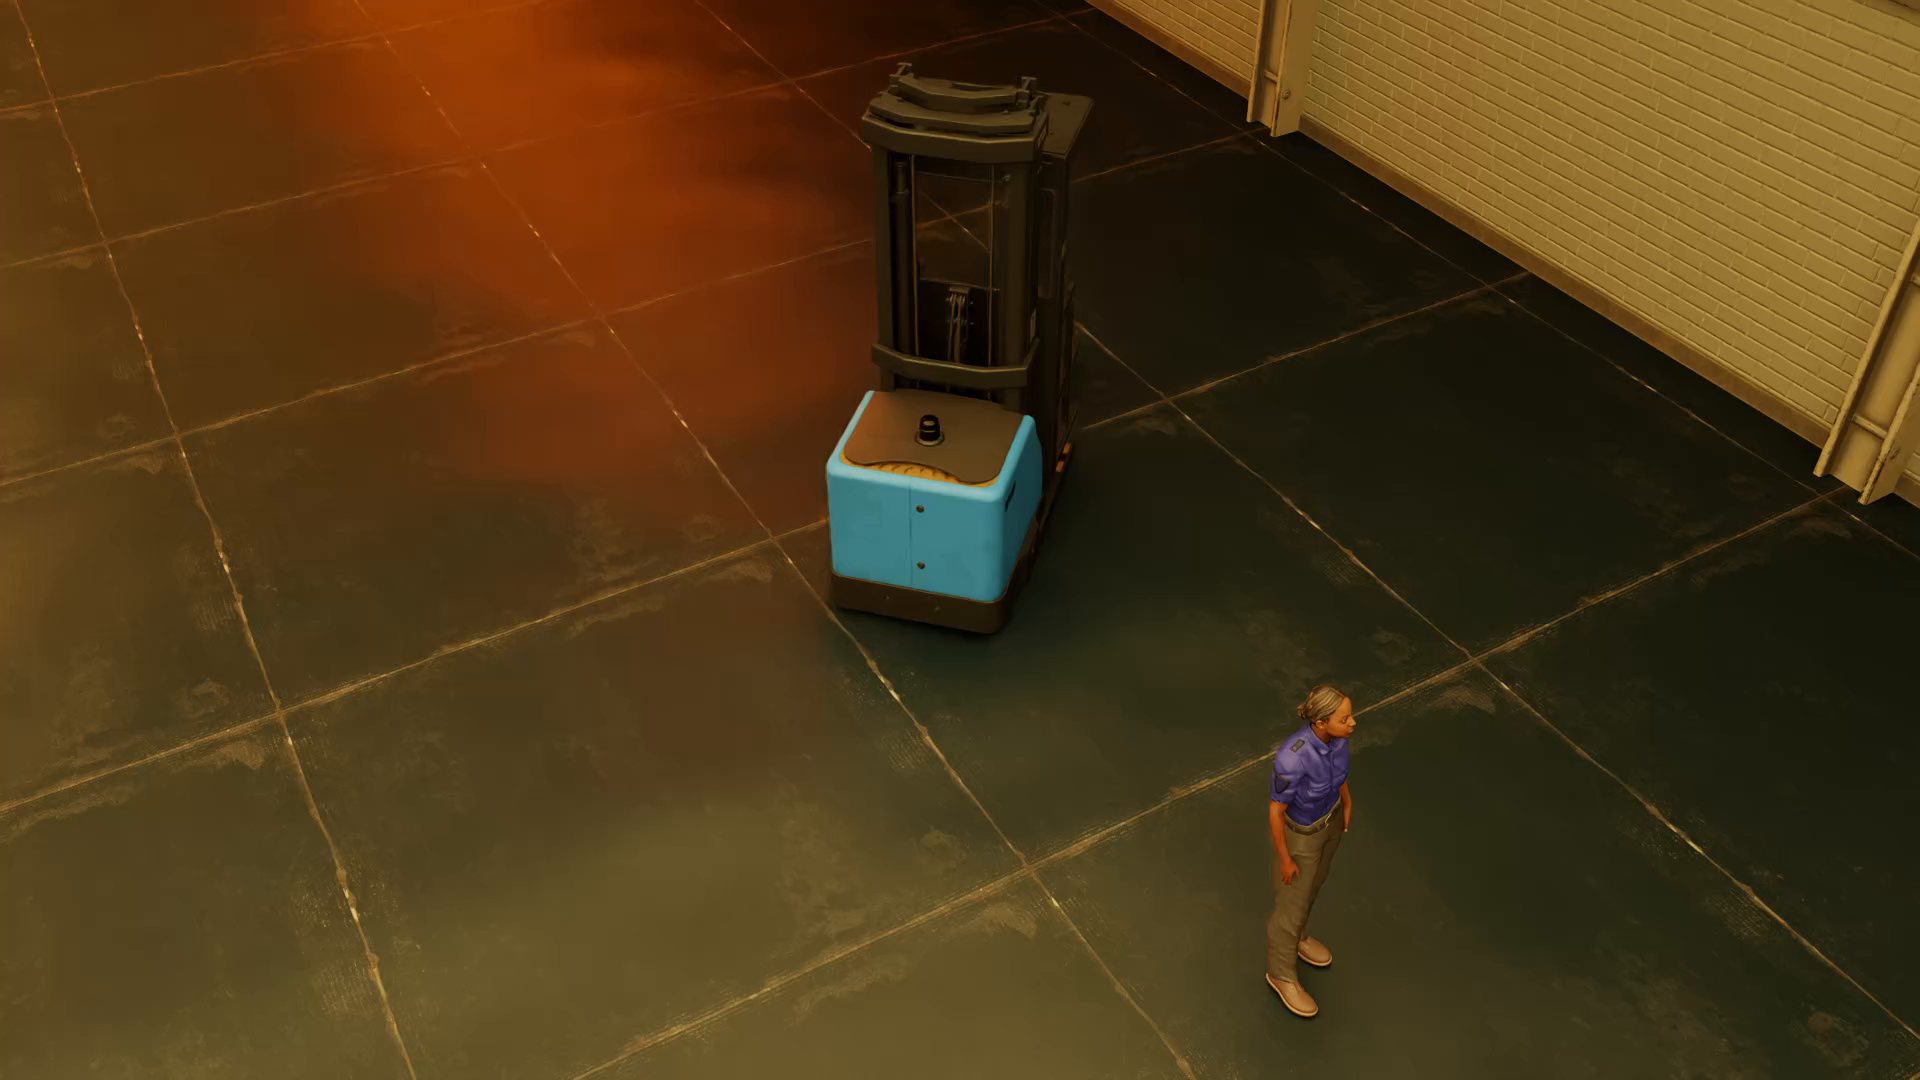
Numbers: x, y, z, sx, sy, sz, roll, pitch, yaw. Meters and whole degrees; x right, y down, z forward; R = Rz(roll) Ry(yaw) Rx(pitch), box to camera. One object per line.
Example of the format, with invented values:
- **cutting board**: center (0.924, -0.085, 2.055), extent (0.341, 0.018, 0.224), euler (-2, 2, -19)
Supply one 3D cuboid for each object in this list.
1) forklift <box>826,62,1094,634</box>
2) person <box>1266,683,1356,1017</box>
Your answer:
- **forklift**: center (0.126, -1.537, 9.889), extent (1.130, 2.935, 3.031), euler (10, 41, 12)
- **person**: center (1.609, 1.345, 7.403), extent (0.504, 1.654, 0.569), euler (31, 49, 32)
